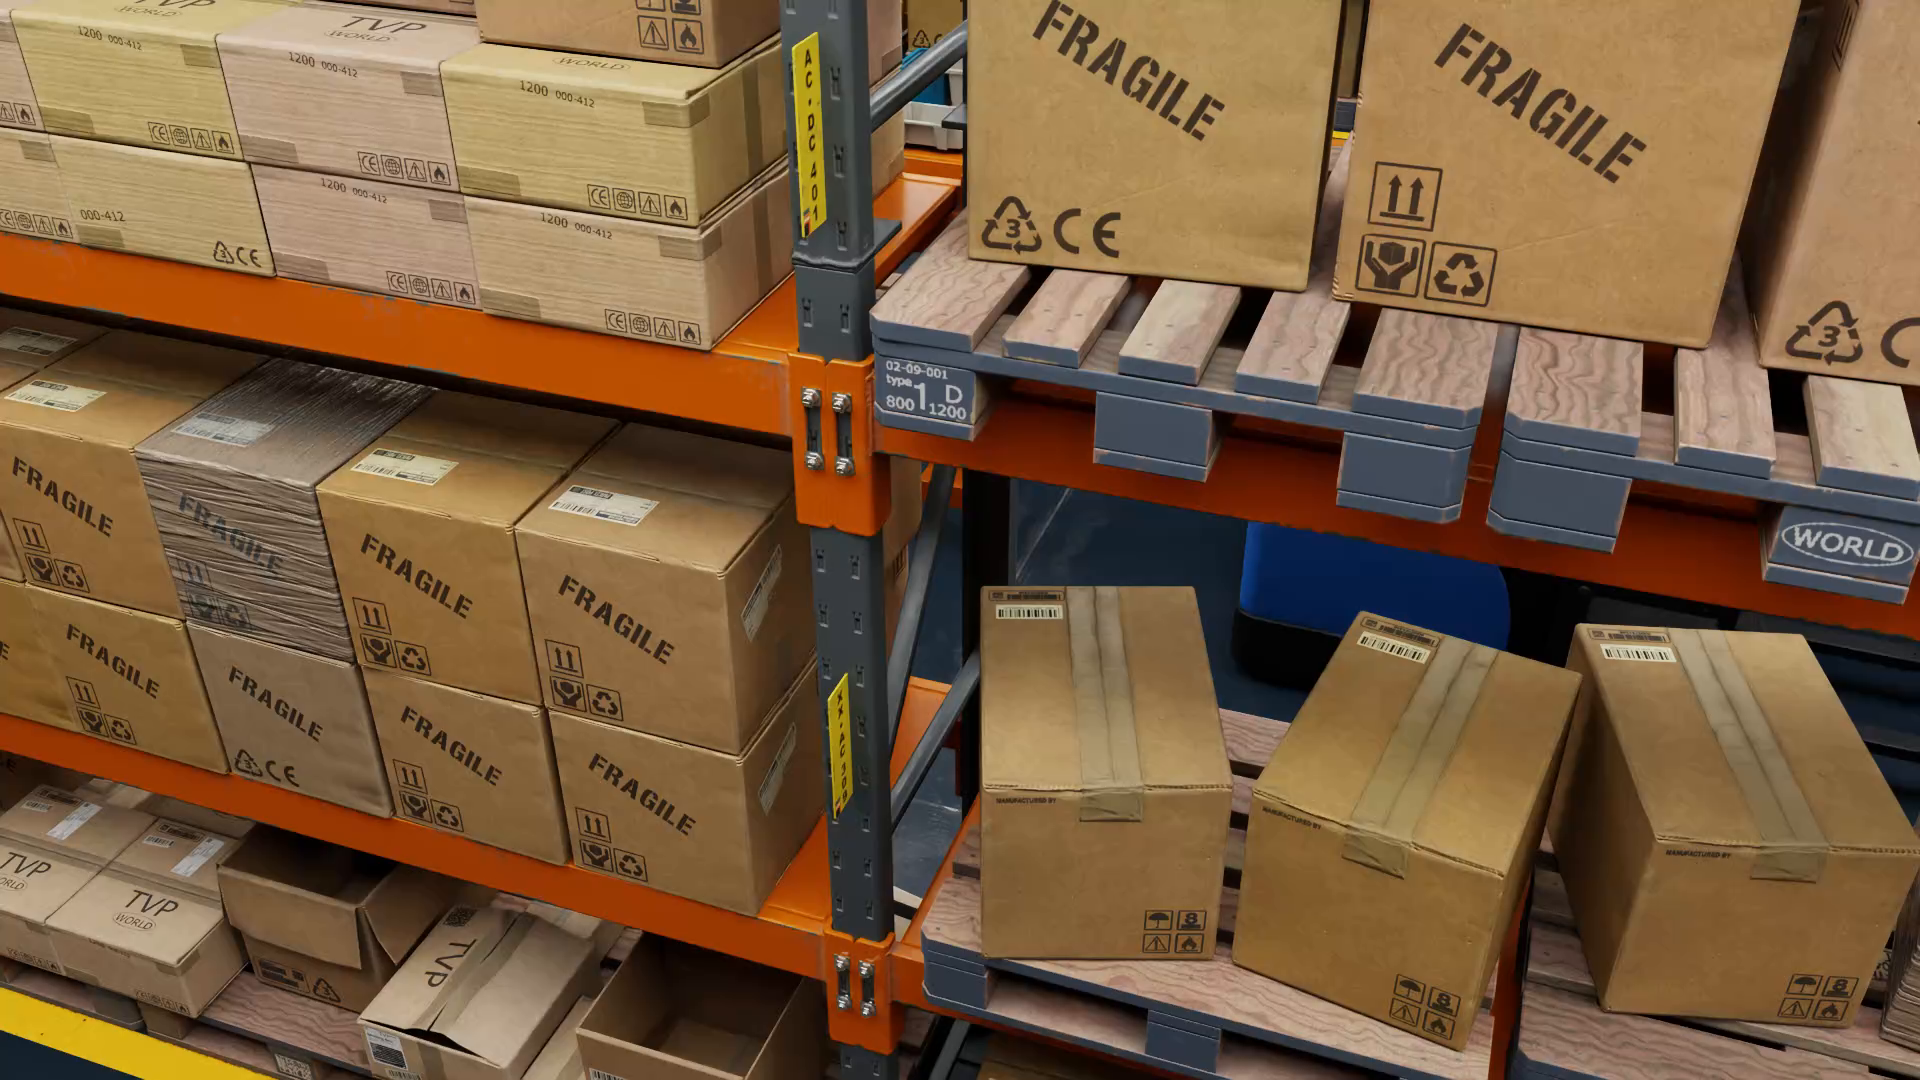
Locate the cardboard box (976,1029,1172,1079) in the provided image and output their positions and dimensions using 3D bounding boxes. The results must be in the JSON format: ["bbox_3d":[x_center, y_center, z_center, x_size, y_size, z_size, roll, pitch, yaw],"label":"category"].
[{"bbox_3d":[0.299,1.600,4.406,0.500,0.500,0.500,9,34,14],"label":"cardboard box"}]

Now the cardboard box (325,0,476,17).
[{"bbox_3d":[-0.968,-1.434,3.426,0.500,0.500,0.700,11,34,16],"label":"cardboard box"}]

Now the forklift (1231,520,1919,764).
[{"bbox_3d":[2.694,-0.641,6.040,3.031,2.935,1.130,12,35,18],"label":"forklift"}]

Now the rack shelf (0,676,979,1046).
[{"bbox_3d":[-1.957,0.458,4.939,4.000,0.370,1.077,11,34,16],"label":"rack shelf"}]

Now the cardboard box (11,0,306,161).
[{"bbox_3d":[-1.563,-1.022,3.479,0.500,0.250,0.500,11,34,16],"label":"cardboard box"}]

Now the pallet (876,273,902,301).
[{"bbox_3d":[-0.258,-1.173,9.372,1.213,0.211,1.003,11,34,16],"label":"pallet"}]

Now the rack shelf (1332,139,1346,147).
[{"bbox_3d":[3.483,-1.339,7.721,4.000,0.370,1.077,11,34,16],"label":"rack shelf"}]

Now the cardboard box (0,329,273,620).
[{"bbox_3d":[-2.069,-0.178,4.247,0.500,0.500,0.500,11,34,16],"label":"cardboard box"}]

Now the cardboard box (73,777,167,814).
[{"bbox_3d":[-2.894,0.889,5.814,0.250,0.166,0.380,11,34,16],"label":"cardboard box"}]

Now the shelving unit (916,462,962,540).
[{"bbox_3d":[-0.050,-0.451,7.480,0.252,1.050,0.215,11,34,16],"label":"shelving unit"}]

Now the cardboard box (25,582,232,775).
[{"bbox_3d":[-2.082,0.241,4.520,0.500,0.500,0.500,11,35,17],"label":"cardboard box"}]

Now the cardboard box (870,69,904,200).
[{"bbox_3d":[-0.449,-0.891,3.737,0.500,0.250,0.500,11,34,16],"label":"cardboard box"}]

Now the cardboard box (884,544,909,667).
[{"bbox_3d":[-0.462,0.247,4.510,0.500,0.500,0.500,12,35,18],"label":"cardboard box"}]

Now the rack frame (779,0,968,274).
[{"bbox_3d":[-0.075,-1.999,2.550,0.127,3.000,1.000,11,34,16],"label":"rack frame"}]

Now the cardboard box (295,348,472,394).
[{"bbox_3d":[-1.393,-0.359,4.526,0.500,0.500,0.500,10,34,15],"label":"cardboard box"}]

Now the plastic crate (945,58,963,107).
[{"bbox_3d":[0.225,-2.356,8.687,0.530,0.282,0.437,11,34,16],"label":"plastic crate"}]

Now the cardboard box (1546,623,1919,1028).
[{"bbox_3d":[1.609,0.595,3.584,0.500,0.500,0.700,3,33,4],"label":"cardboard box"}]

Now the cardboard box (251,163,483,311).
[{"bbox_3d":[-1.089,-0.726,3.481,0.500,0.250,0.500,11,34,16],"label":"cardboard box"}]

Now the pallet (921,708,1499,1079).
[{"bbox_3d":[0.641,0.804,3.916,1.213,0.211,1.003,11,34,16],"label":"pallet"}]

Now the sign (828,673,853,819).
[{"bbox_3d":[-0.250,0.436,3.511,0.005,0.325,0.100,11,34,16],"label":"sign"}]

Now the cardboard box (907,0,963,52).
[{"bbox_3d":[0.135,-4.476,13.488,0.875,0.875,0.875,11,34,16],"label":"cardboard box"}]

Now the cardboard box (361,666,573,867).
[{"bbox_3d":[-1.117,0.425,4.233,0.500,0.500,0.500,12,35,18],"label":"cardboard box"}]

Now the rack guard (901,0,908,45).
[{"bbox_3d":[-0.517,-4.222,13.829,0.348,0.500,1.175,11,34,16],"label":"rack guard"}]

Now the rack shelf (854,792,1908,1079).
[{"bbox_3d":[1.808,1.190,3.805,4.000,0.370,1.077,11,34,16],"label":"rack shelf"}]

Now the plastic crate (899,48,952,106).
[{"bbox_3d":[-0.146,-2.449,8.877,0.300,0.233,0.416,11,34,16],"label":"plastic crate"}]

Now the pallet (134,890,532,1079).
[{"bbox_3d":[-1.873,1.345,5.473,1.213,0.211,1.003,11,34,16],"label":"pallet"}]

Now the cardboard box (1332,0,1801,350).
[{"bbox_3d":[1.012,-0.759,2.823,0.600,0.600,0.600,11,34,16],"label":"cardboard box"}]

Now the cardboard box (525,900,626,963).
[{"bbox_3d":[-1.214,1.187,5.353,0.250,0.166,0.380,11,34,16],"label":"cardboard box"}]

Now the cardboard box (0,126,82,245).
[{"bbox_3d":[-2.032,-0.907,3.762,0.500,0.250,0.500,11,34,16],"label":"cardboard box"}]

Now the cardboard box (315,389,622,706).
[{"bbox_3d":[-1.121,0.007,3.960,0.500,0.500,0.500,10,34,16],"label":"cardboard box"}]

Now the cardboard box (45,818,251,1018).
[{"bbox_3d":[-2.482,1.187,5.275,0.500,0.250,0.500,11,34,16],"label":"cardboard box"}]

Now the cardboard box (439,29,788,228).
[{"bbox_3d":[-0.624,-0.836,3.191,0.500,0.250,0.500,11,34,16],"label":"cardboard box"}]

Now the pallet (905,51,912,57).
[{"bbox_3d":[0.285,-3.990,13.736,1.213,0.211,1.003,11,34,16],"label":"pallet"}]

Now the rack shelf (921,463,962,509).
[{"bbox_3d":[-0.050,-0.208,7.637,0.240,0.259,0.215,11,34,16],"label":"rack shelf"}]

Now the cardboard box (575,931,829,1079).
[{"bbox_3d":[-0.707,1.427,4.673,0.500,0.500,0.500,11,34,16],"label":"cardboard box"}]

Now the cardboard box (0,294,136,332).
[{"bbox_3d":[-2.363,-0.547,4.818,0.500,0.500,0.500,12,35,18],"label":"cardboard box"}]

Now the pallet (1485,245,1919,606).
[{"bbox_3d":[1.493,-0.316,2.882,1.003,0.211,1.213,11,34,16],"label":"pallet"}]

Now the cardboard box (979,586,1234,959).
[{"bbox_3d":[0.296,0.504,3.725,0.500,0.500,0.700,0,33,0],"label":"cardboard box"}]

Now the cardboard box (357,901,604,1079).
[{"bbox_3d":[-1.413,1.370,4.936,0.500,0.311,0.500,11,34,16],"label":"cardboard box"}]

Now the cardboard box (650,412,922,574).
[{"bbox_3d":[-0.423,-0.170,4.235,0.500,0.500,0.500,12,35,18],"label":"cardboard box"}]

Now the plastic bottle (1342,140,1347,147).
[{"bbox_3d":[1.860,-1.749,7.739,0.185,0.351,0.144,11,34,16],"label":"plastic bottle"}]
